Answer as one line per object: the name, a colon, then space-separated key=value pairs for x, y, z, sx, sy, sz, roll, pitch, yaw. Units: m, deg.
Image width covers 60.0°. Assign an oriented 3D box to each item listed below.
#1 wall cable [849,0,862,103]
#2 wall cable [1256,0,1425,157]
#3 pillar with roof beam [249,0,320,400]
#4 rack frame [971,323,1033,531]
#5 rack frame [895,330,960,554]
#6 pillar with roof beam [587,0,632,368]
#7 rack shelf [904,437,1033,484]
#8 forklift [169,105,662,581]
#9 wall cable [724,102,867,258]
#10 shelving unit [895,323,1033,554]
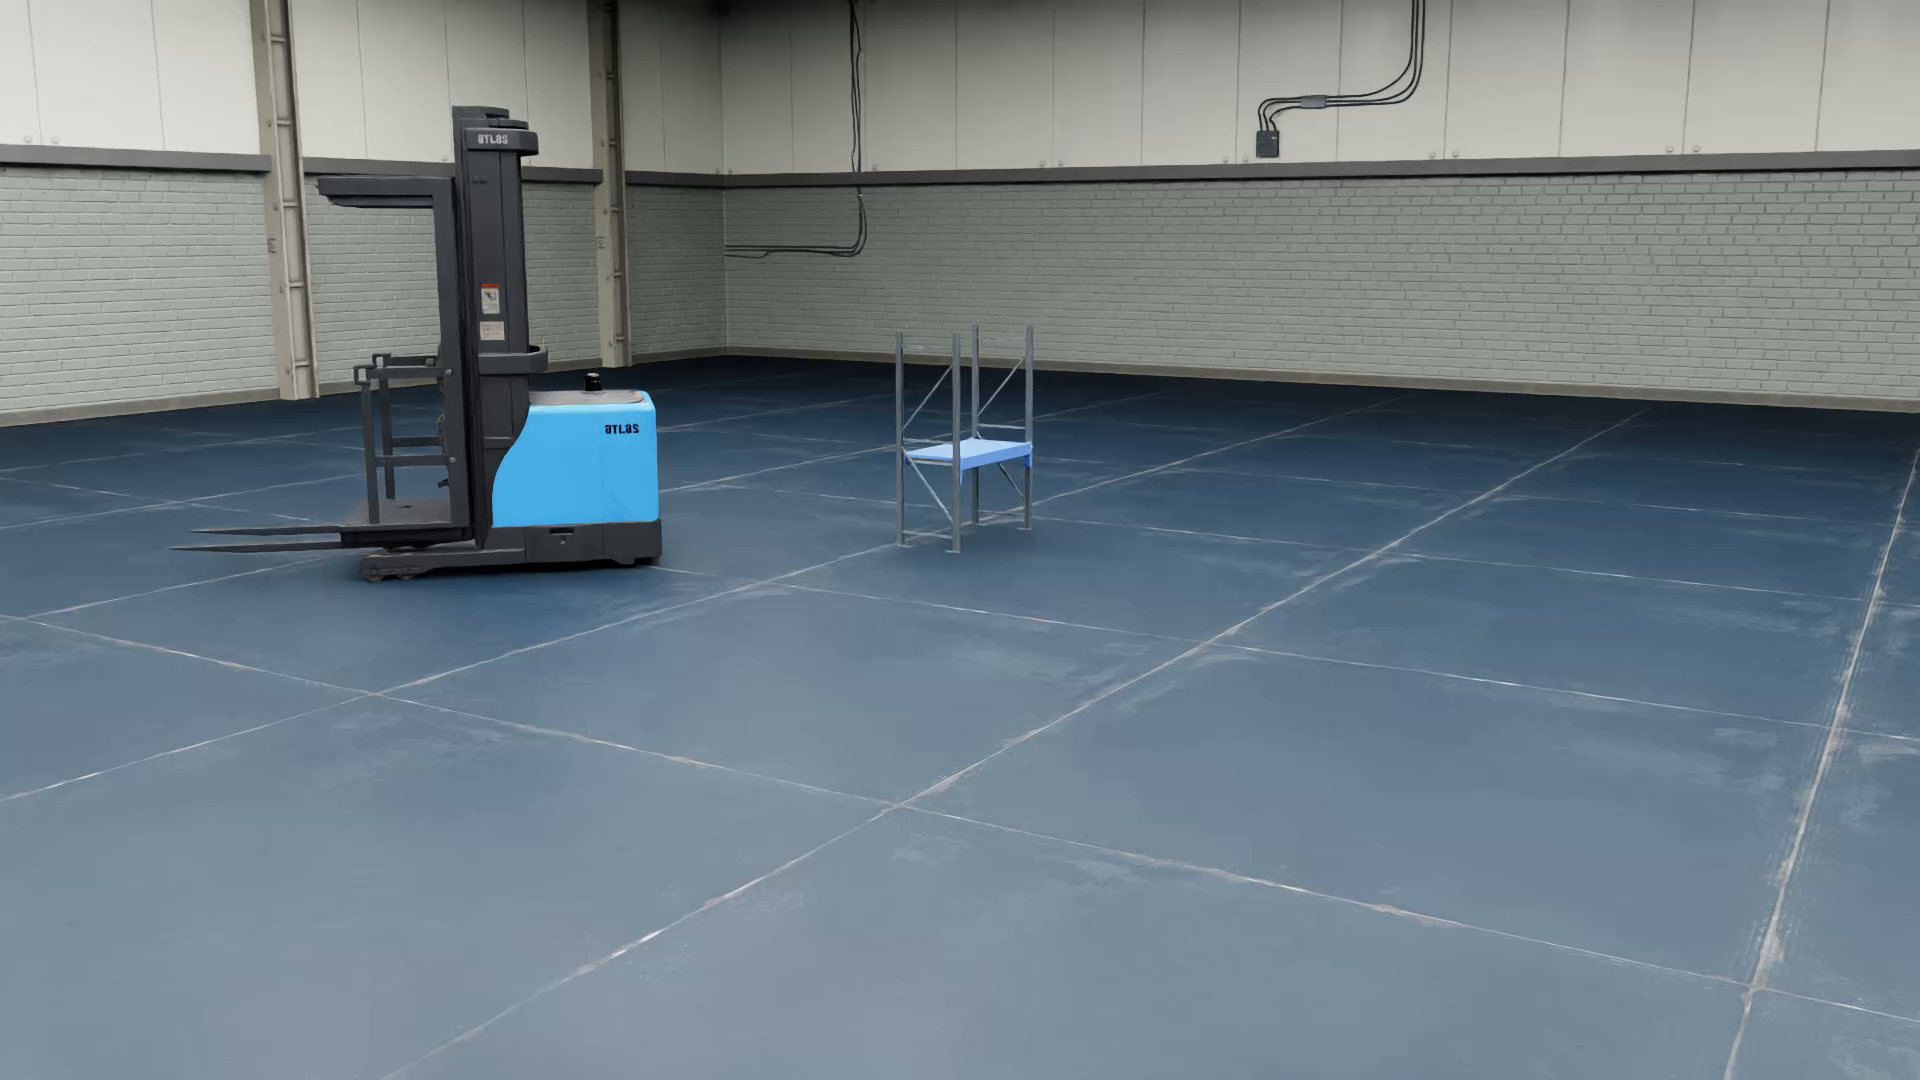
wall cable: x=-0.567 y=-8.258 z=26.236 sx=3.097 sy=2.526 sz=0.112 roll=6 pitch=12 yaw=31
wall cable: x=5.226 y=-8.322 z=22.625 sx=2.305 sy=6.003 sz=0.169 roll=6 pitch=12 yaw=31
pillar with roof beam: x=-4.974 y=-5.868 z=18.758 sx=9.100 sy=9.000 sz=0.400 roll=6 pitch=12 yaw=31
rack frame: x=0.308 y=-0.831 z=12.229 sx=0.500 sy=1.500 sz=0.032 roll=6 pitch=12 yaw=31
rack frame: x=-0.220 y=-0.671 z=11.375 sx=0.500 sy=1.500 sz=0.032 roll=6 pitch=12 yaw=31
pillar with roof beam: x=-1.859 y=-6.812 z=23.799 sx=9.100 sy=9.000 sz=0.400 roll=6 pitch=12 yaw=31
rack shelf: x=0.044 y=-0.574 z=11.835 sx=0.538 sy=0.185 sz=1.000 roll=6 pitch=12 yaw=31
forklift: x=-3.538 y=-1.291 z=10.799 sx=3.031 sy=2.935 sz=1.130 roll=-2 pitch=11 yaw=-13
wall cable: x=-2.879 y=-6.034 z=28.082 sx=3.097 sy=2.526 sz=0.112 roll=6 pitch=12 yaw=31
shelving unit: x=0.044 y=-0.751 z=11.802 sx=0.538 sy=1.500 sz=1.048 roll=6 pitch=12 yaw=31
